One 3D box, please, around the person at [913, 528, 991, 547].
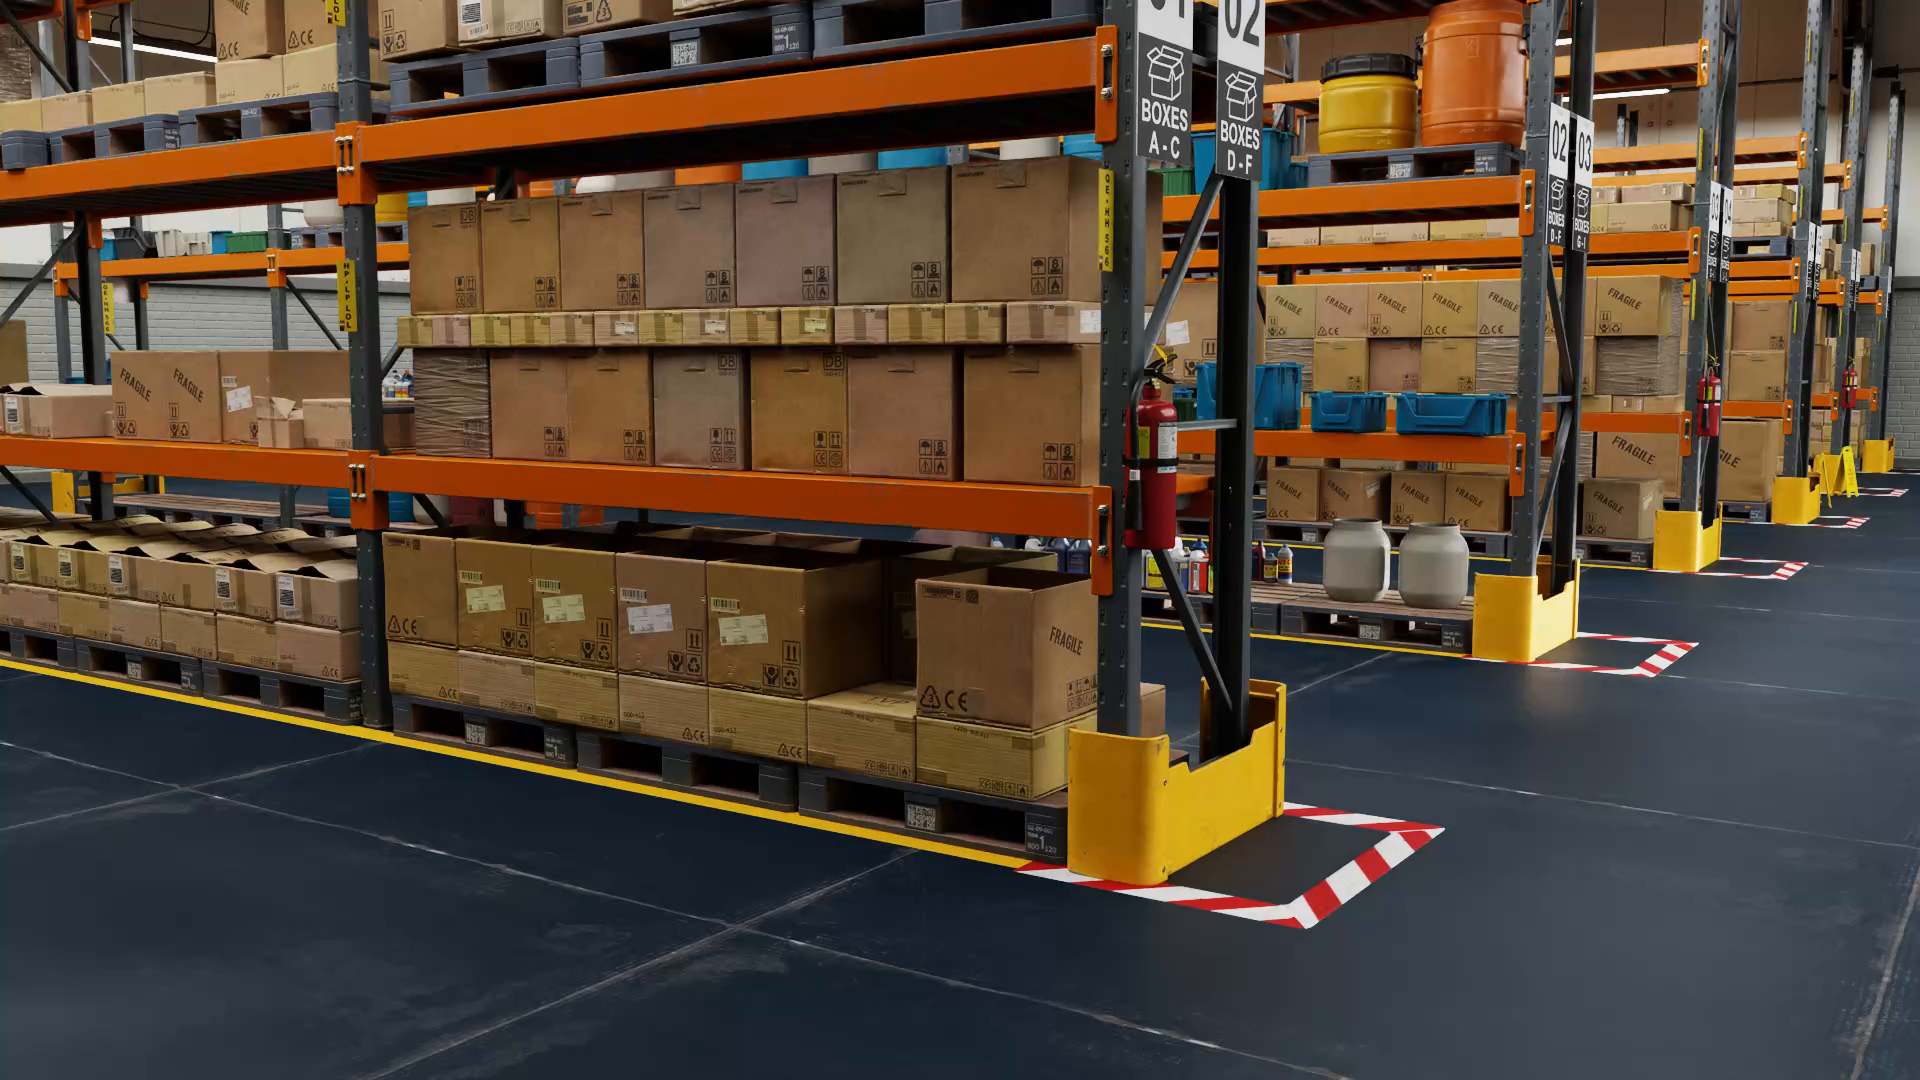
[{"bbox_3d":[-0.031,0.370,8.497,0.584,0.940,0.996,0,6,-1],"label":"person"}]
